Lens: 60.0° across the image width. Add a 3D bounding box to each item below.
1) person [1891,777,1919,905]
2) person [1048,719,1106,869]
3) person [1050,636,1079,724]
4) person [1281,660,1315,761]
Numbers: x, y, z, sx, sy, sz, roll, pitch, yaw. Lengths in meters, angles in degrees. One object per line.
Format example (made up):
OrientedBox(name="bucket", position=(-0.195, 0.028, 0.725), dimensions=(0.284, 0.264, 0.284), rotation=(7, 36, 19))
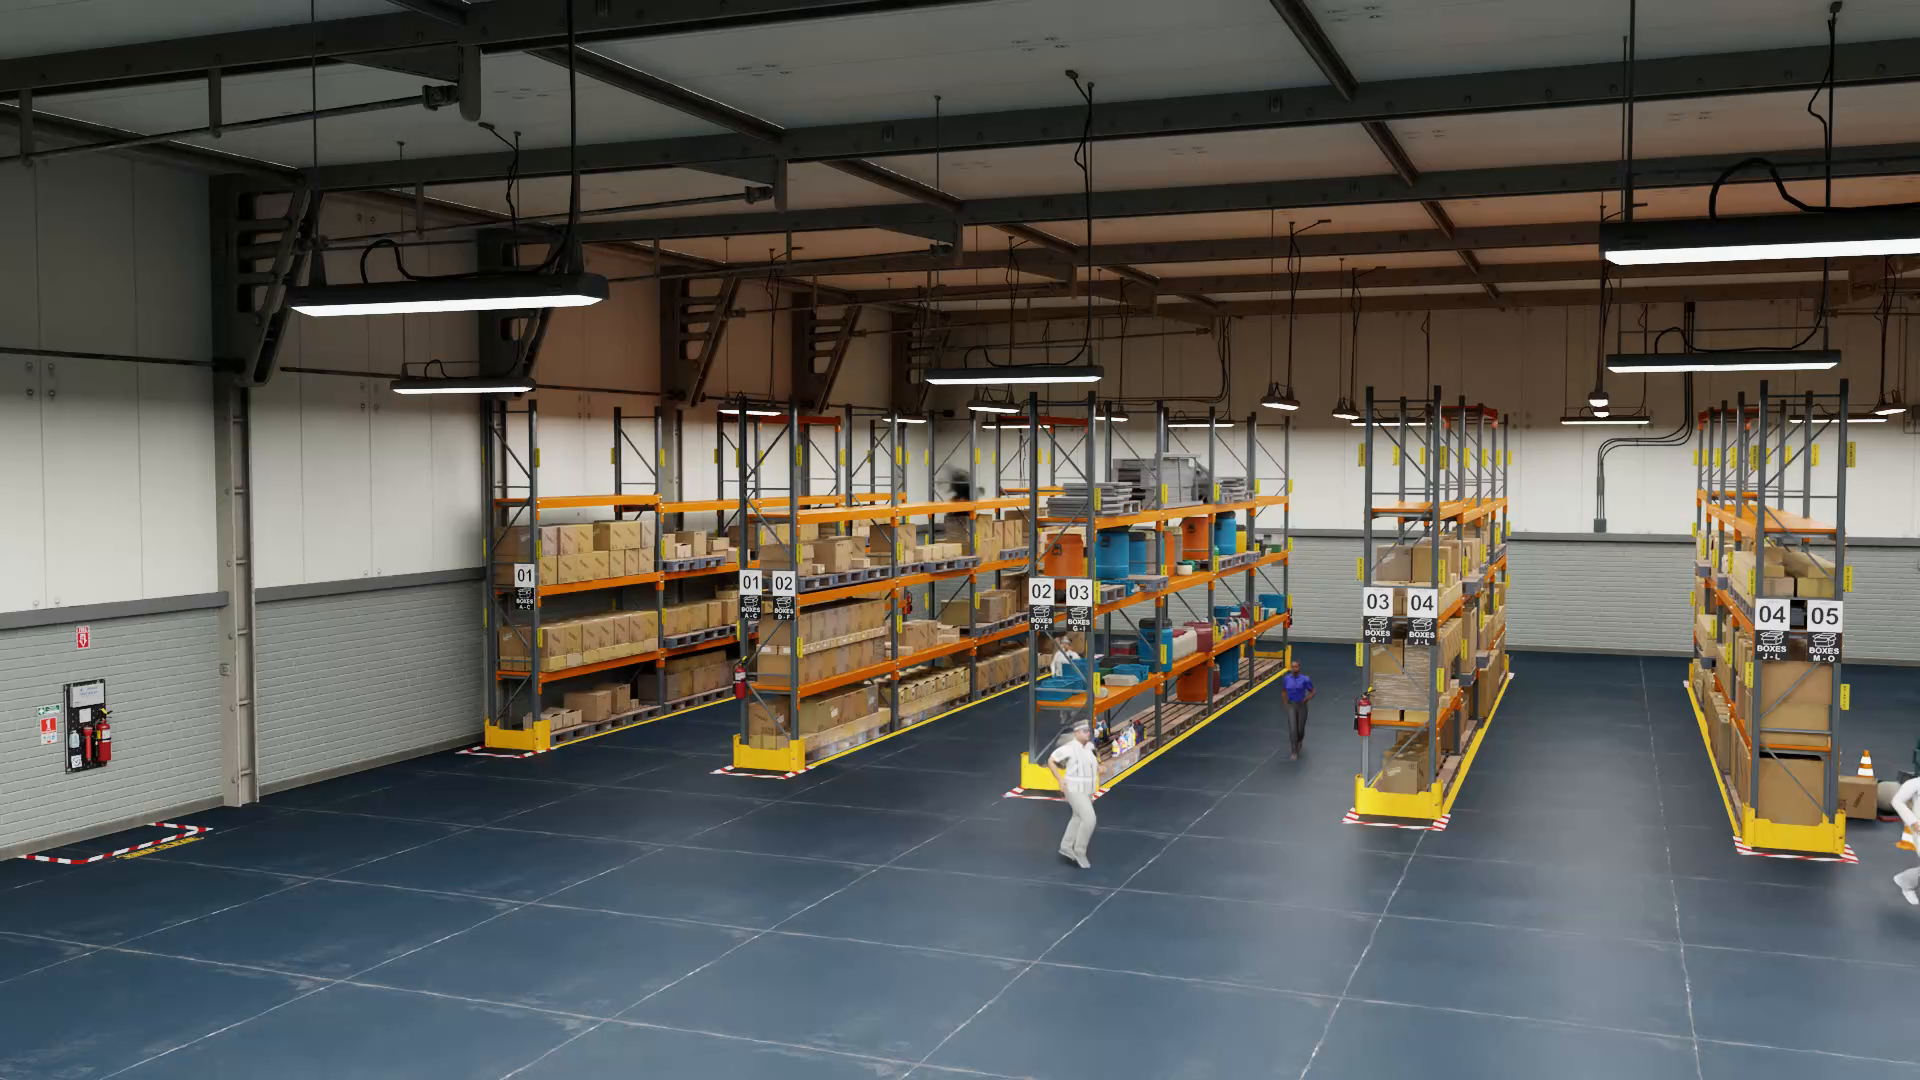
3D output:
OrientedBox(name="person", position=(10.562, 3.226, 18.182), dimensions=(0.724, 1.774, 0.869), rotation=(-1, 3, -21))
OrientedBox(name="person", position=(1.496, 3.113, 20.462), dimensions=(0.708, 1.834, 0.643), rotation=(2, 4, 38))
OrientedBox(name="person", position=(1.987, 2.629, 31.356), dimensions=(0.614, 1.647, 0.560), rotation=(1, 3, 17))
OrientedBox(name="person", position=(5.631, 2.927, 27.770), dimensions=(0.576, 1.450, 0.726), rotation=(1, 3, 18))
